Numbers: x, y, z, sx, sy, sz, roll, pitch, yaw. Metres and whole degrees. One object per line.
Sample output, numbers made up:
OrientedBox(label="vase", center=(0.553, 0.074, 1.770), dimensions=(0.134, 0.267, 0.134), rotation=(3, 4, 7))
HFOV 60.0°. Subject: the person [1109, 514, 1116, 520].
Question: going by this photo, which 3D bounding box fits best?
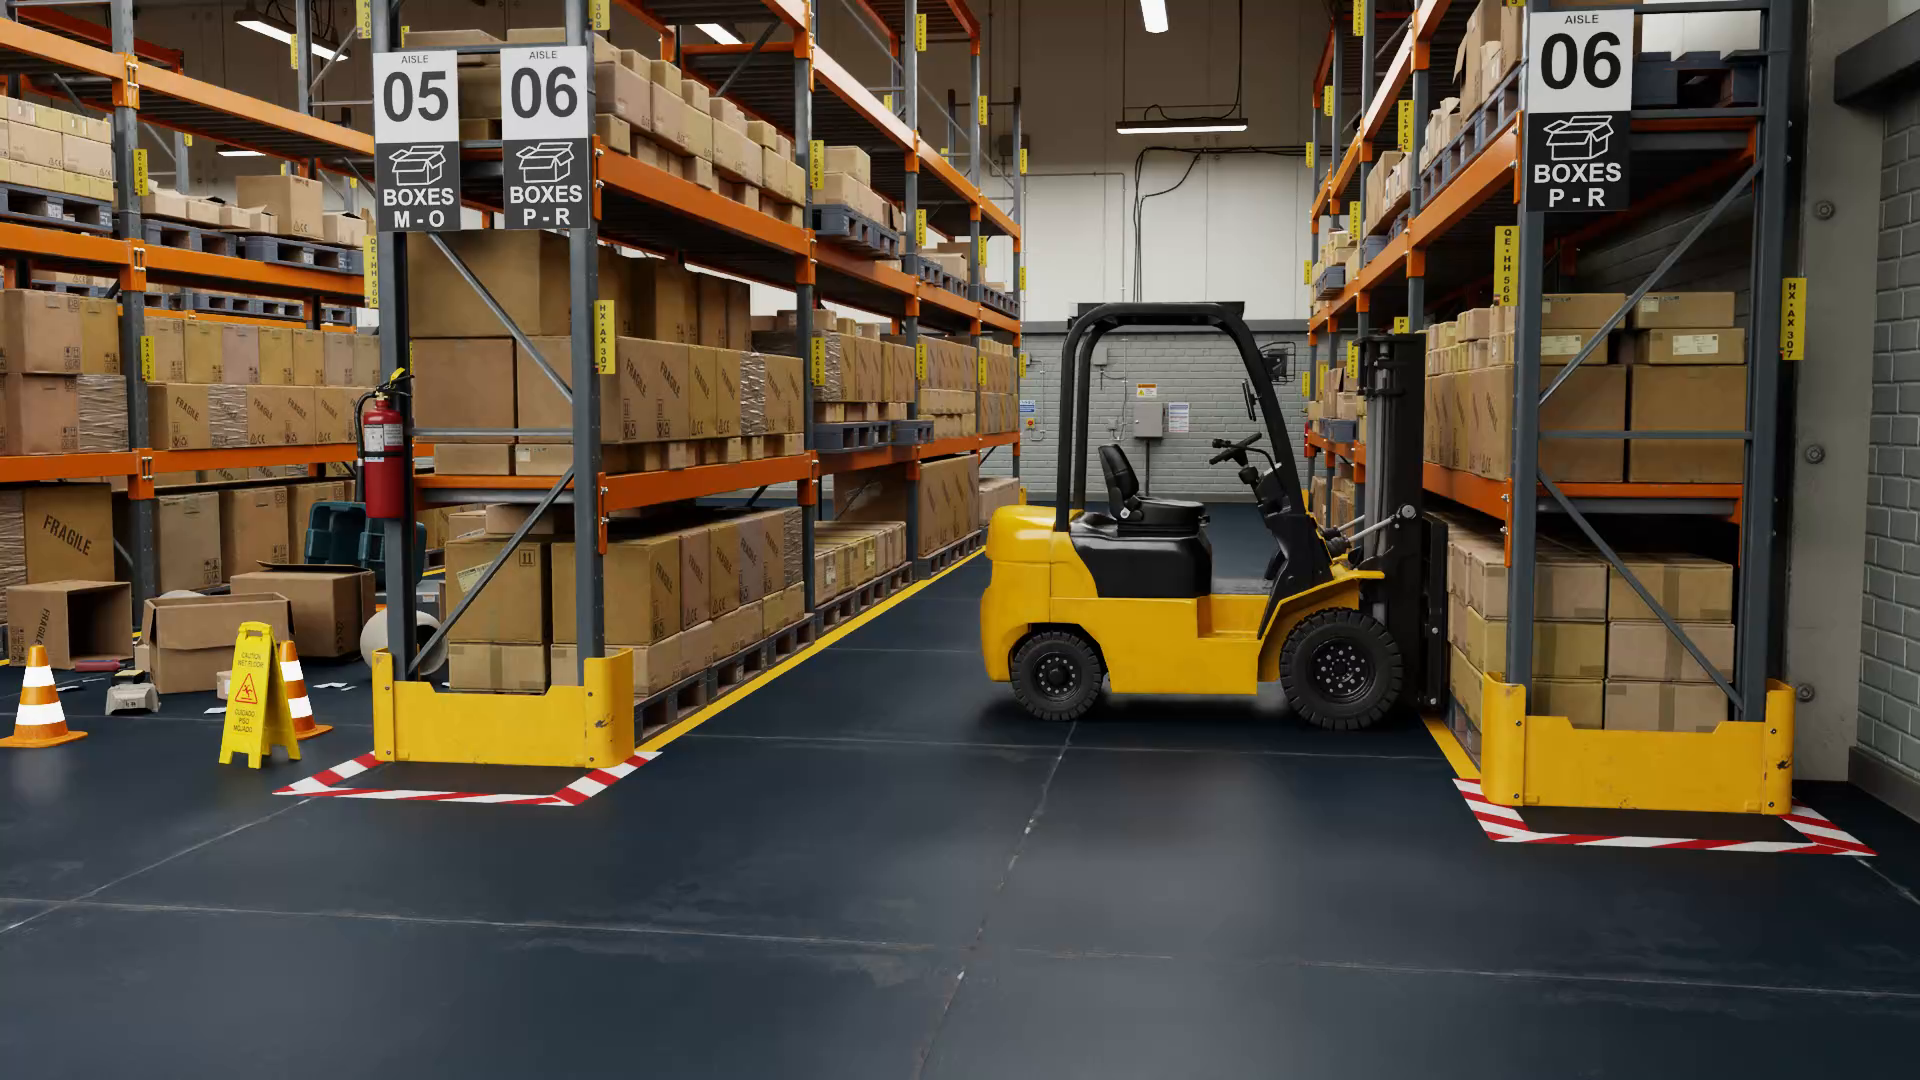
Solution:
OrientedBox(label="person", center=(1.226, 0.192, 11.863), dimensions=(0.475, 0.974, 0.865), rotation=(0, 5, 6))
